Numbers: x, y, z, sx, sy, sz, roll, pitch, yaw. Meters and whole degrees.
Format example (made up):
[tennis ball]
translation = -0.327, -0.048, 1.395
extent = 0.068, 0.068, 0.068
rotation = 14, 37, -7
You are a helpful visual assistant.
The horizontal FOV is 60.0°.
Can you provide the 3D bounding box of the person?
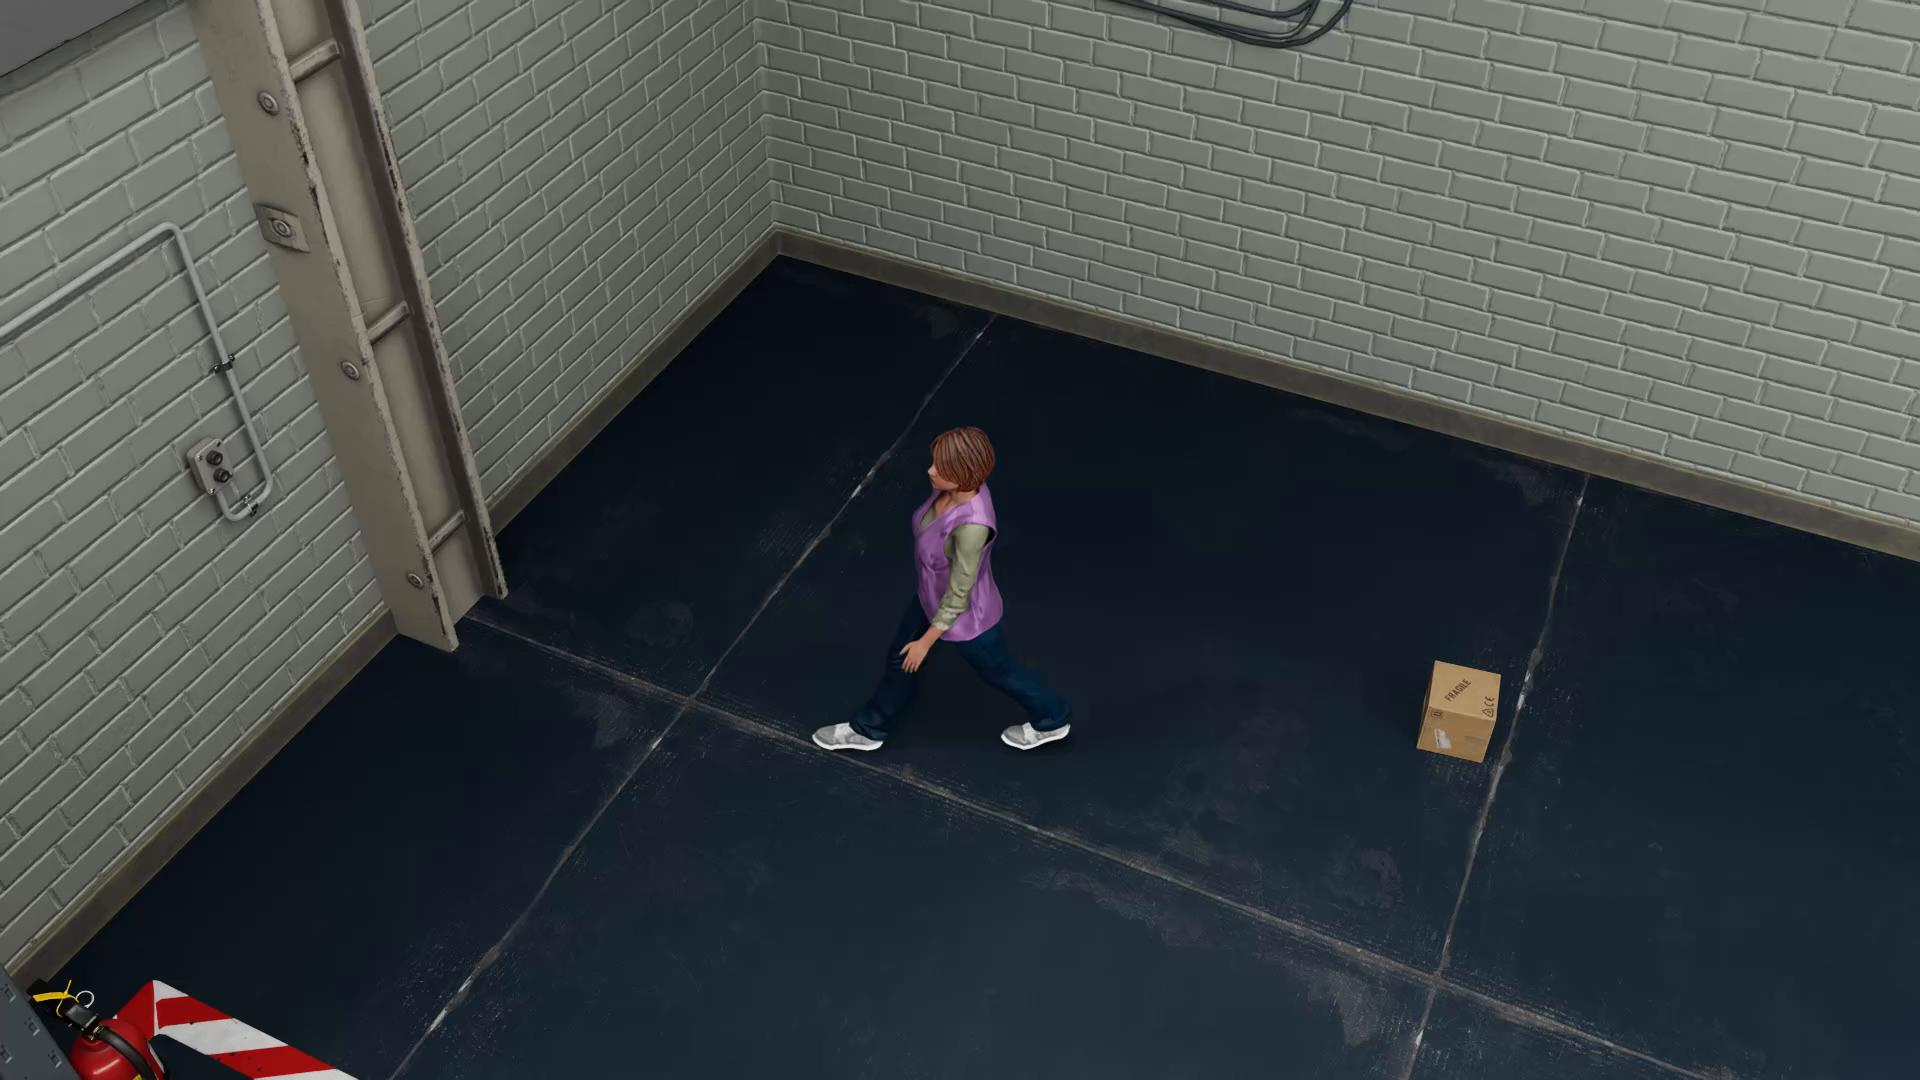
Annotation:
[person]
translation = -0.056, 0.232, 5.898
extent = 0.984, 1.527, 0.449
rotation = -11, 44, -12
